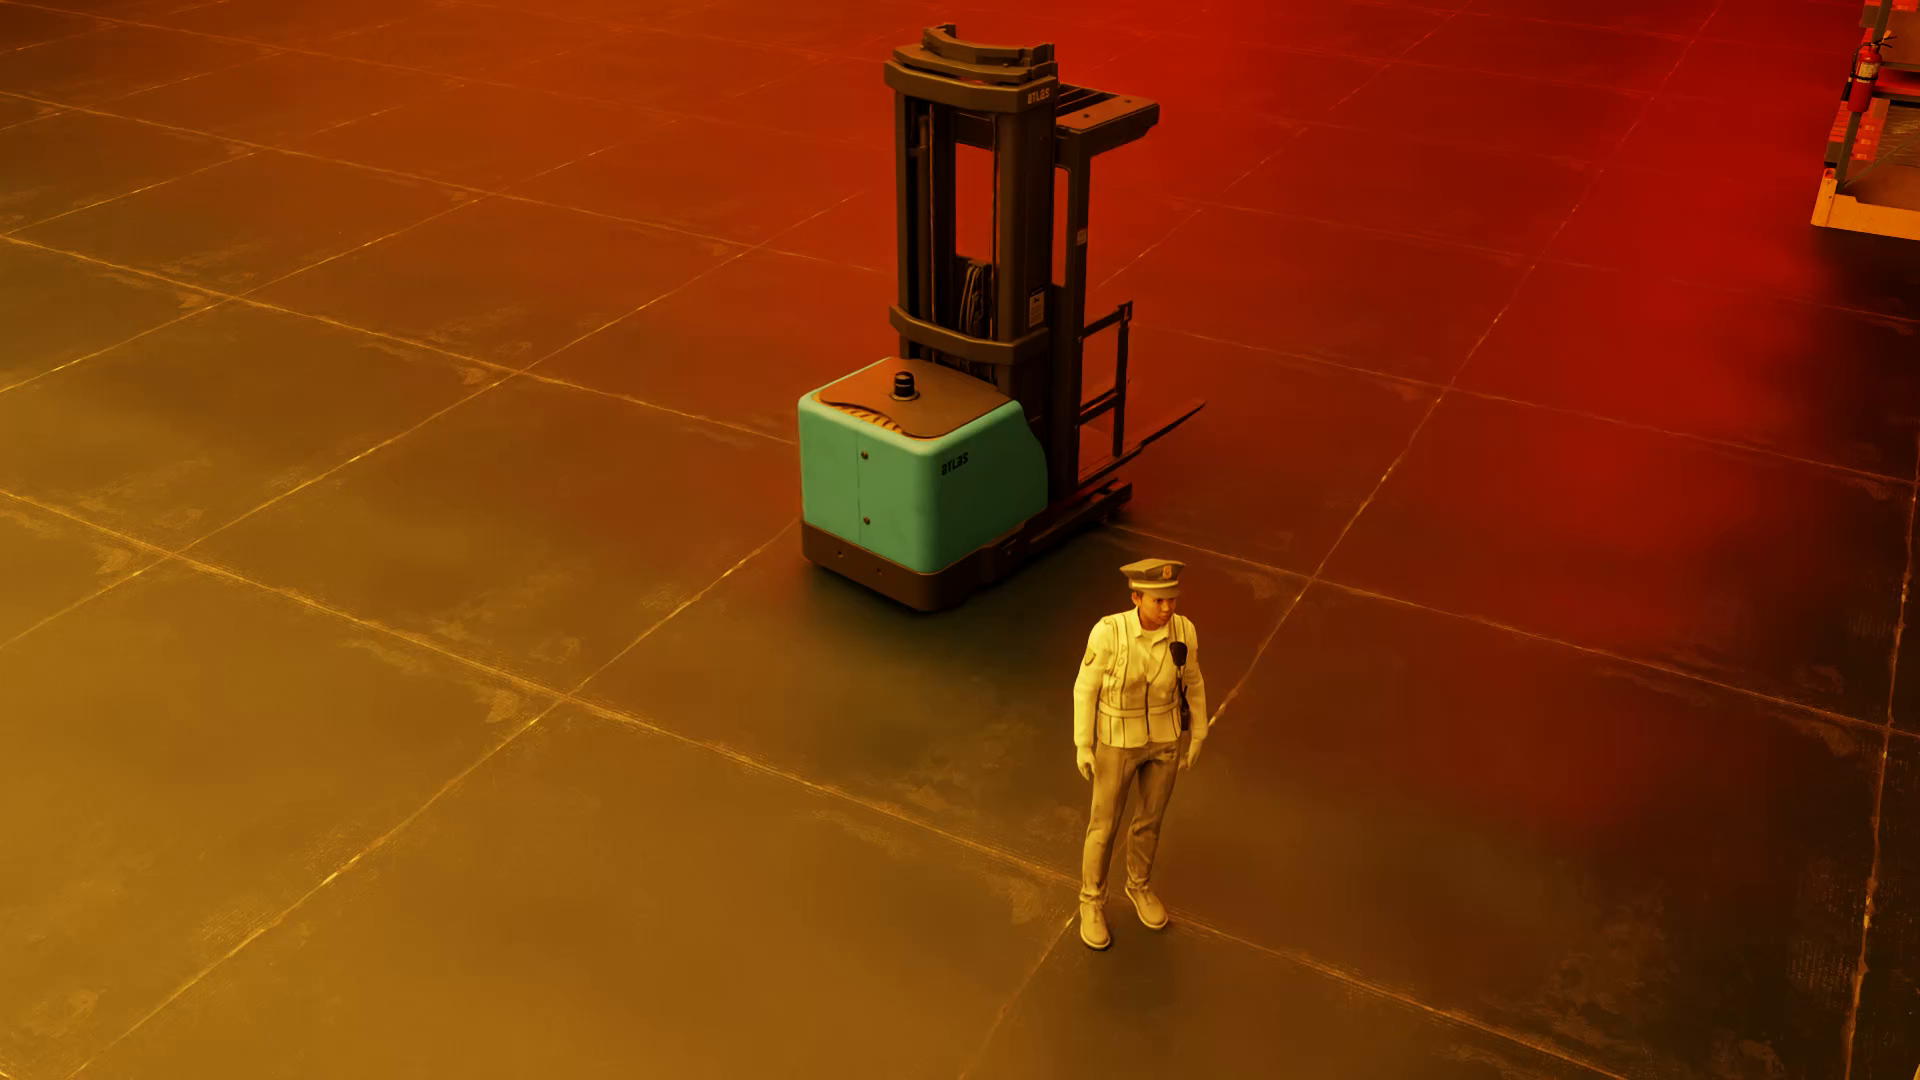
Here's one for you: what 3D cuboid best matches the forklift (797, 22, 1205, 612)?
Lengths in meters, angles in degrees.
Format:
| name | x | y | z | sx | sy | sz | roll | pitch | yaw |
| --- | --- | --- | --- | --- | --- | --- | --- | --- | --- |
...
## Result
| name | x | y | z | sx | sy | sz | roll | pitch | yaw |
| --- | --- | --- | --- | --- | --- | --- | --- | --- | --- |
| forklift | 0.415 | -1.536 | 9.732 | 1.130 | 2.935 | 3.031 | 23 | 37 | 34 |

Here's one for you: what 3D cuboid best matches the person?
| name | x | y | z | sx | sy | sz | roll | pitch | yaw |
| --- | --- | --- | --- | --- | --- | --- | --- | --- | --- |
| person | 0.754 | 0.855 | 6.826 | 0.574 | 1.704 | 0.504 | -6 | 30 | -10 |
